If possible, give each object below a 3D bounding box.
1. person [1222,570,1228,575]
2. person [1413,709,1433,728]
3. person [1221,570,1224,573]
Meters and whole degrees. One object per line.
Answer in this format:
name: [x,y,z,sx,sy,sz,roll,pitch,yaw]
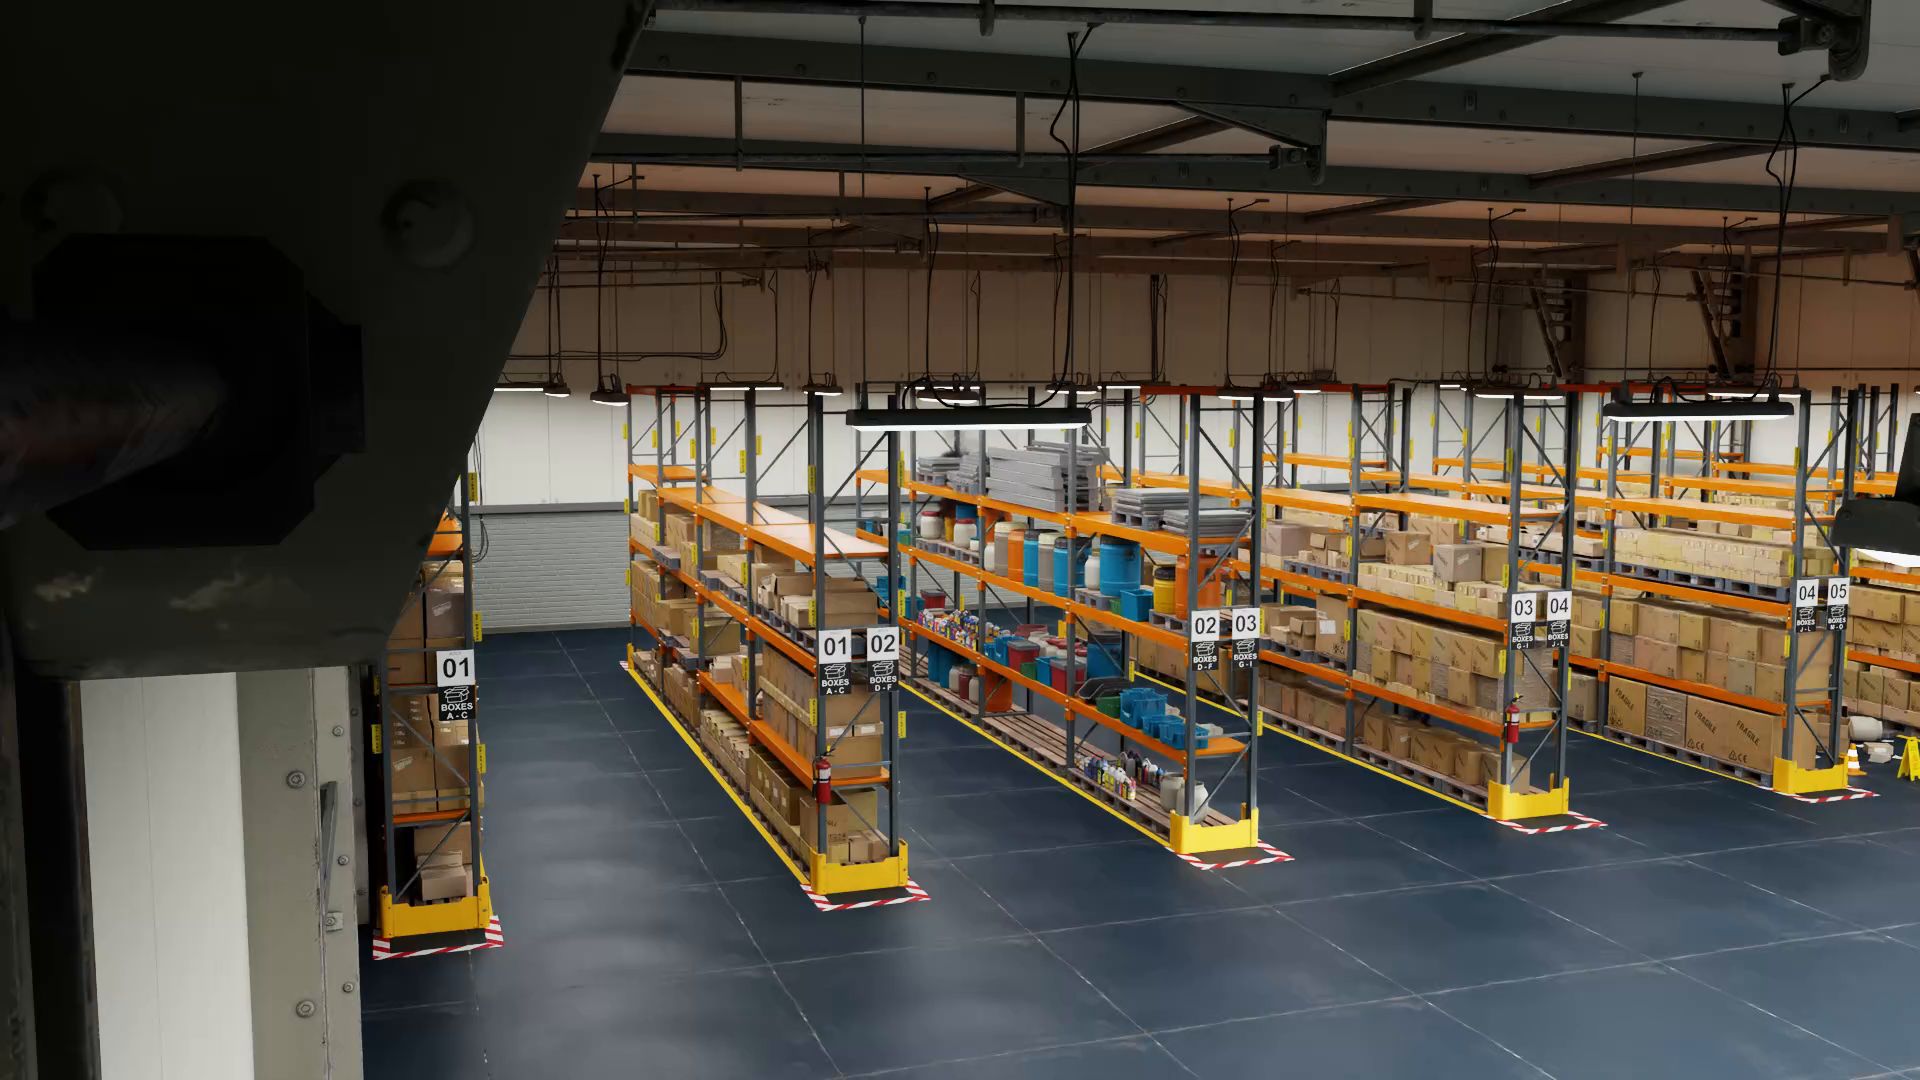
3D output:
person: [6.132,1.309,40.380,0.909,1.704,0.719,-6,8,-43]
person: [8.305,2.518,29.233,0.591,1.614,0.554,-3,6,-23]
person: [6.045,1.521,38.980,0.633,1.606,0.528,1,6,12]
